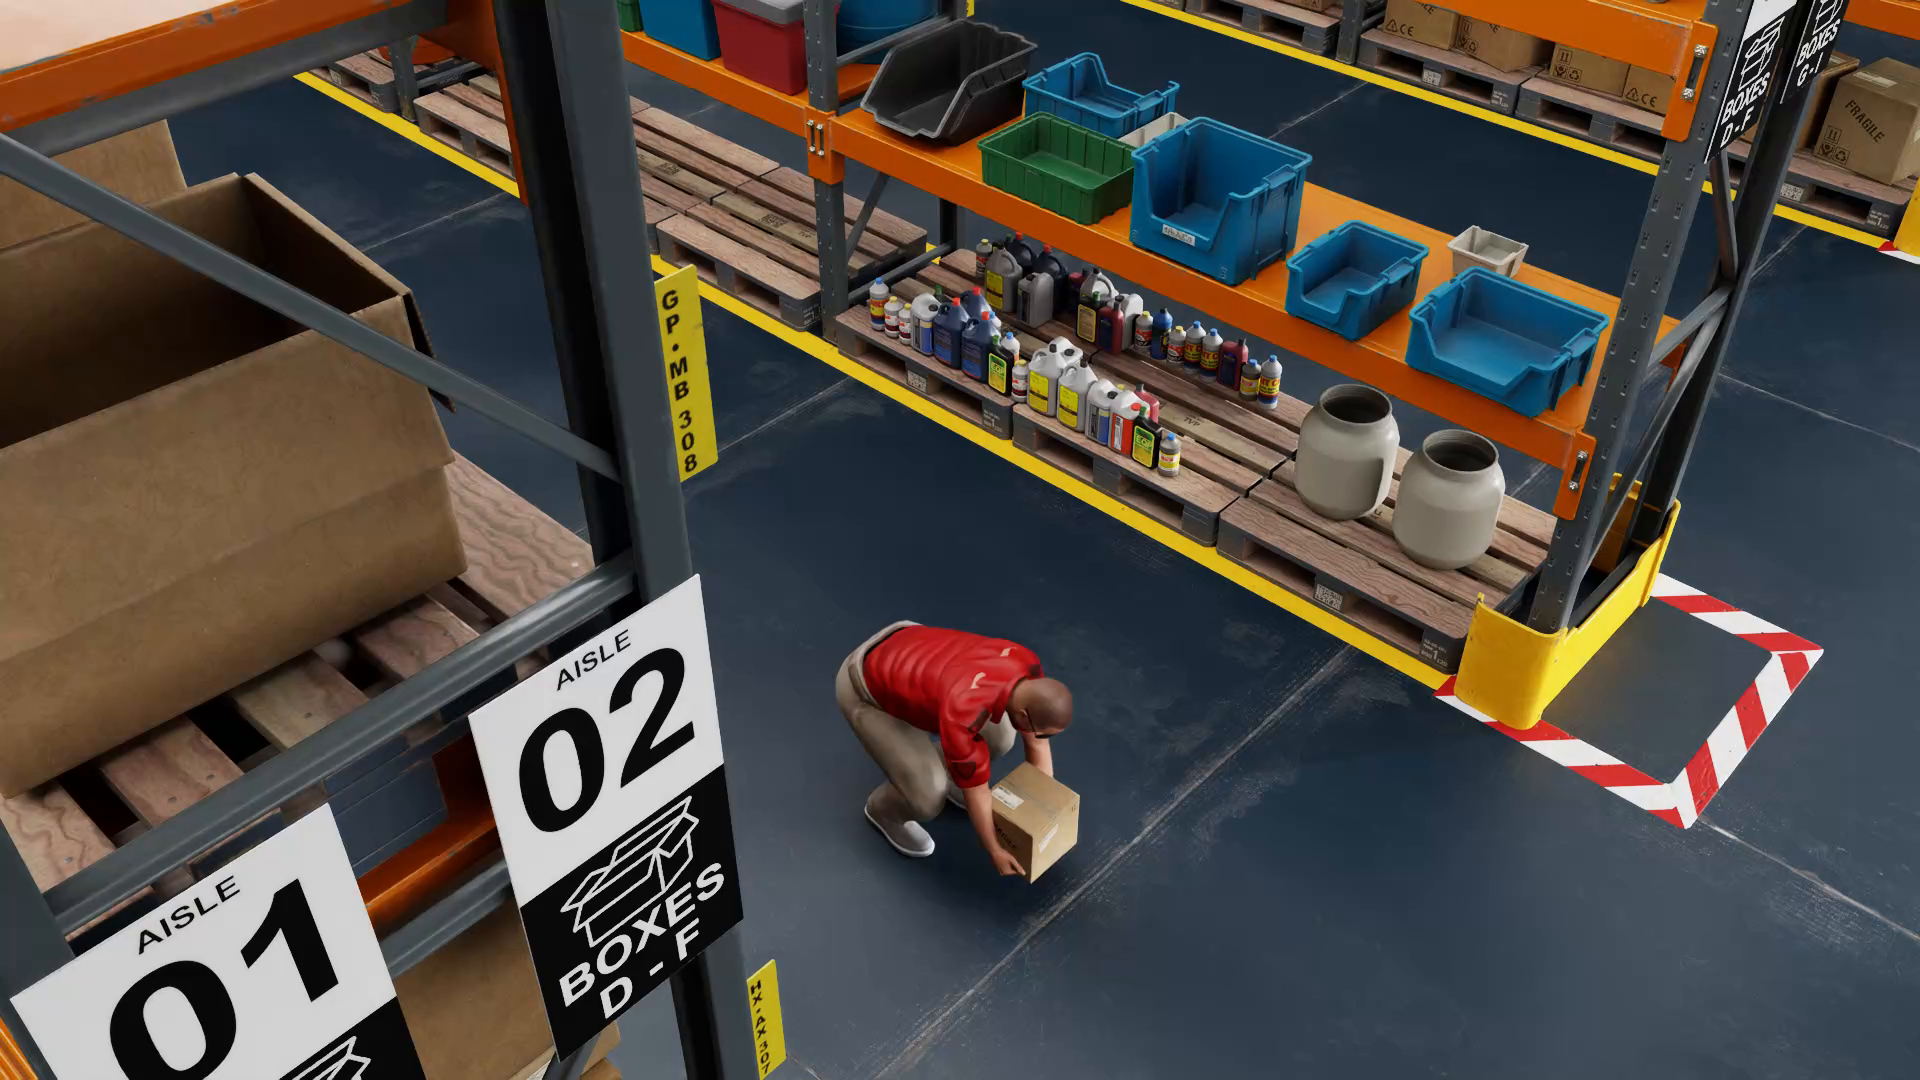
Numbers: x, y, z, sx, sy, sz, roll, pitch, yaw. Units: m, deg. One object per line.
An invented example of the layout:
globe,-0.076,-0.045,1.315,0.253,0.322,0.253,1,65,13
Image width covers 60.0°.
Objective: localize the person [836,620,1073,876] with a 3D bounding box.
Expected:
person,-0.009,0.710,5.895,0.920,0.976,0.542,28,47,30
